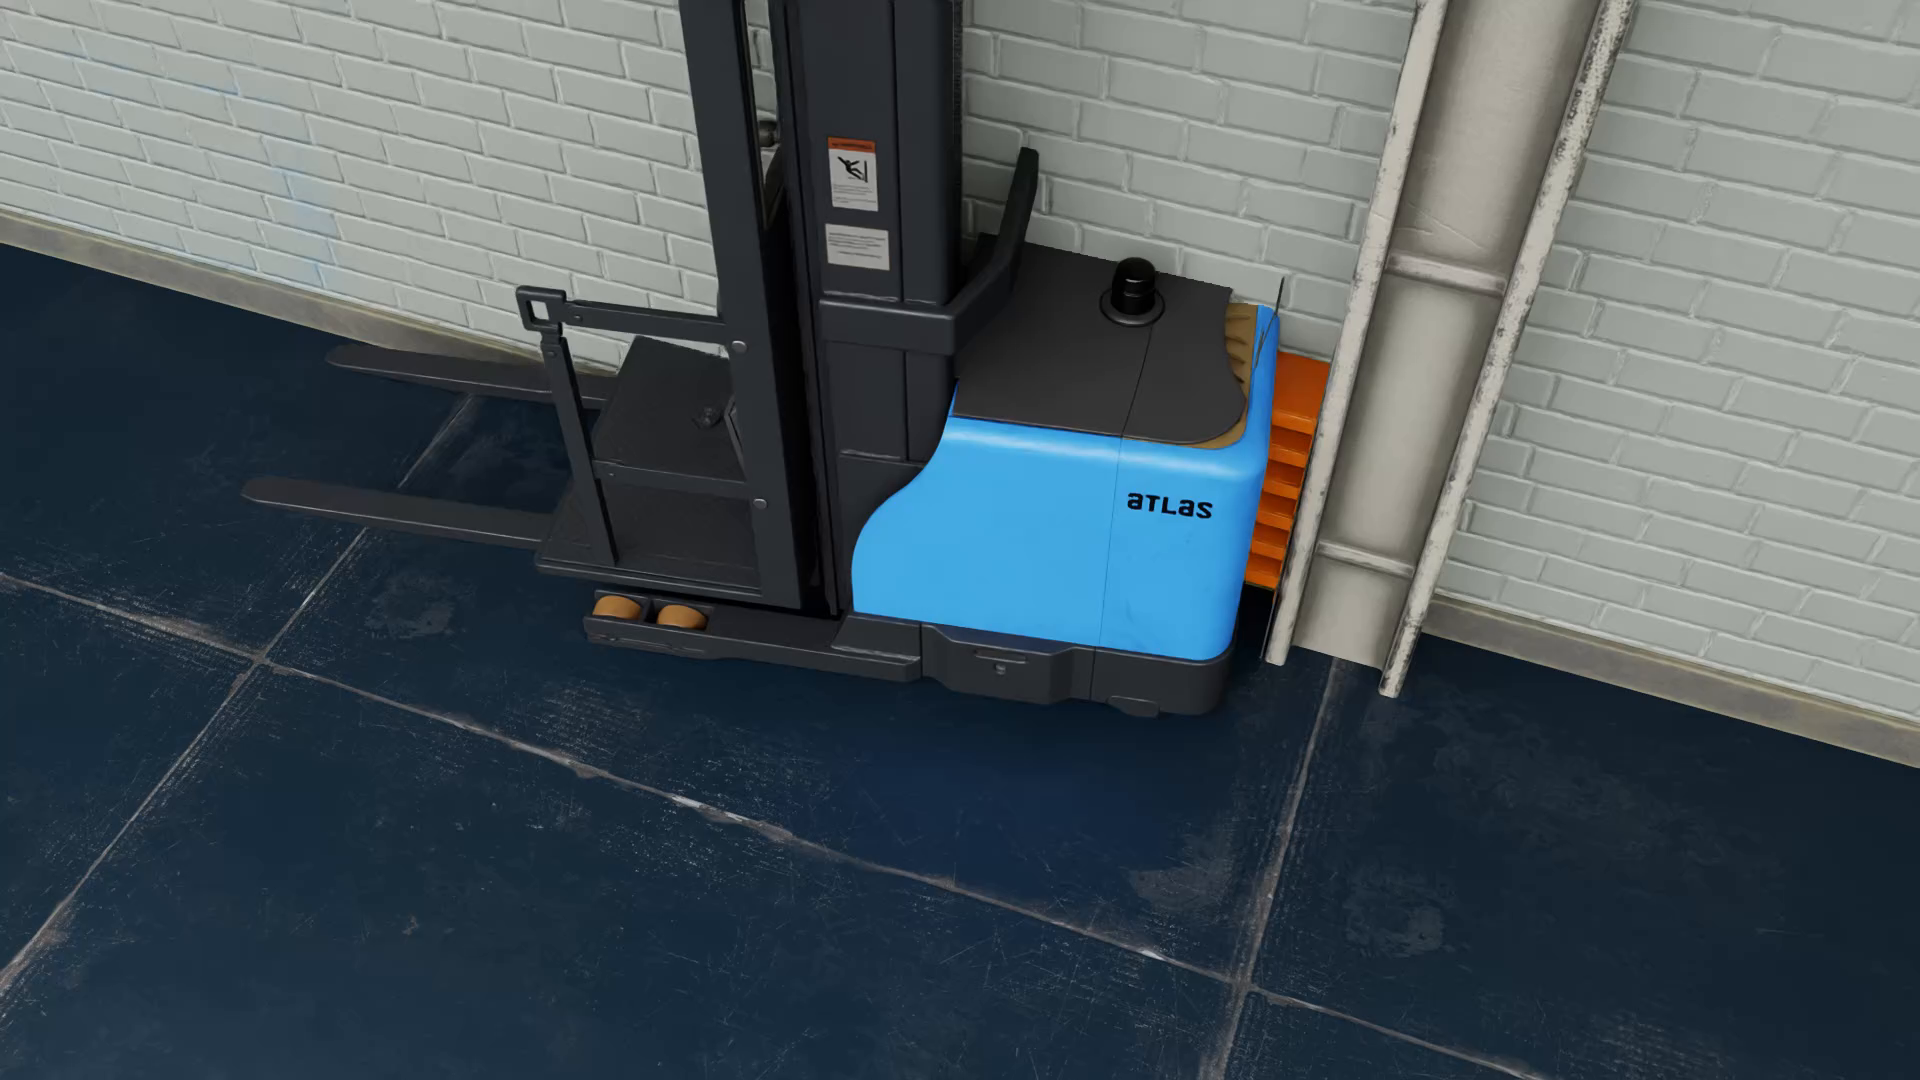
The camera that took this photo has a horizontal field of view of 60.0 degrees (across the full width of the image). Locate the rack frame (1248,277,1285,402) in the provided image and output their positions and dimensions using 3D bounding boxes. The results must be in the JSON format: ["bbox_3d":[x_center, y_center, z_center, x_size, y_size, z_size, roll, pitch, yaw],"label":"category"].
[{"bbox_3d":[0.777,-0.185,4.631,0.006,1.200,0.240,16,49,13],"label":"rack frame"}]

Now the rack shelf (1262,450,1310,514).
[{"bbox_3d":[0.864,-0.211,4.555,0.180,0.103,0.258,16,49,13],"label":"rack shelf"}]

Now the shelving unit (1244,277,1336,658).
[{"bbox_3d":[0.863,-0.160,4.610,0.189,1.200,0.258,16,49,13],"label":"shelving unit"}]

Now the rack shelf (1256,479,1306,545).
[{"bbox_3d":[0.862,-0.130,4.642,0.180,0.103,0.258,16,49,13],"label":"rack shelf"}]

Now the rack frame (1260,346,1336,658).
[{"bbox_3d":[0.948,-0.135,4.589,0.006,1.200,0.240,16,49,13],"label":"rack frame"}]

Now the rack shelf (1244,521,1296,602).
[{"bbox_3d":[0.857,0.034,4.817,0.180,0.103,0.258,16,49,13],"label":"rack shelf"}]

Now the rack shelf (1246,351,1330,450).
[{"bbox_3d":[0.869,-0.375,4.379,0.180,0.103,0.258,16,49,13],"label":"rack shelf"}]

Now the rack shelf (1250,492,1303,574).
[{"bbox_3d":[0.859,-0.048,4.730,0.180,0.103,0.258,16,49,13],"label":"rack shelf"}]

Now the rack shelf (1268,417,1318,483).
[{"bbox_3d":[0.867,-0.293,4.467,0.180,0.103,0.258,16,49,13],"label":"rack shelf"}]

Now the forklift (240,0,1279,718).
[{"bbox_3d":[-0.652,-0.997,4.174,3.031,2.935,1.130,8,50,7],"label":"forklift"}]
